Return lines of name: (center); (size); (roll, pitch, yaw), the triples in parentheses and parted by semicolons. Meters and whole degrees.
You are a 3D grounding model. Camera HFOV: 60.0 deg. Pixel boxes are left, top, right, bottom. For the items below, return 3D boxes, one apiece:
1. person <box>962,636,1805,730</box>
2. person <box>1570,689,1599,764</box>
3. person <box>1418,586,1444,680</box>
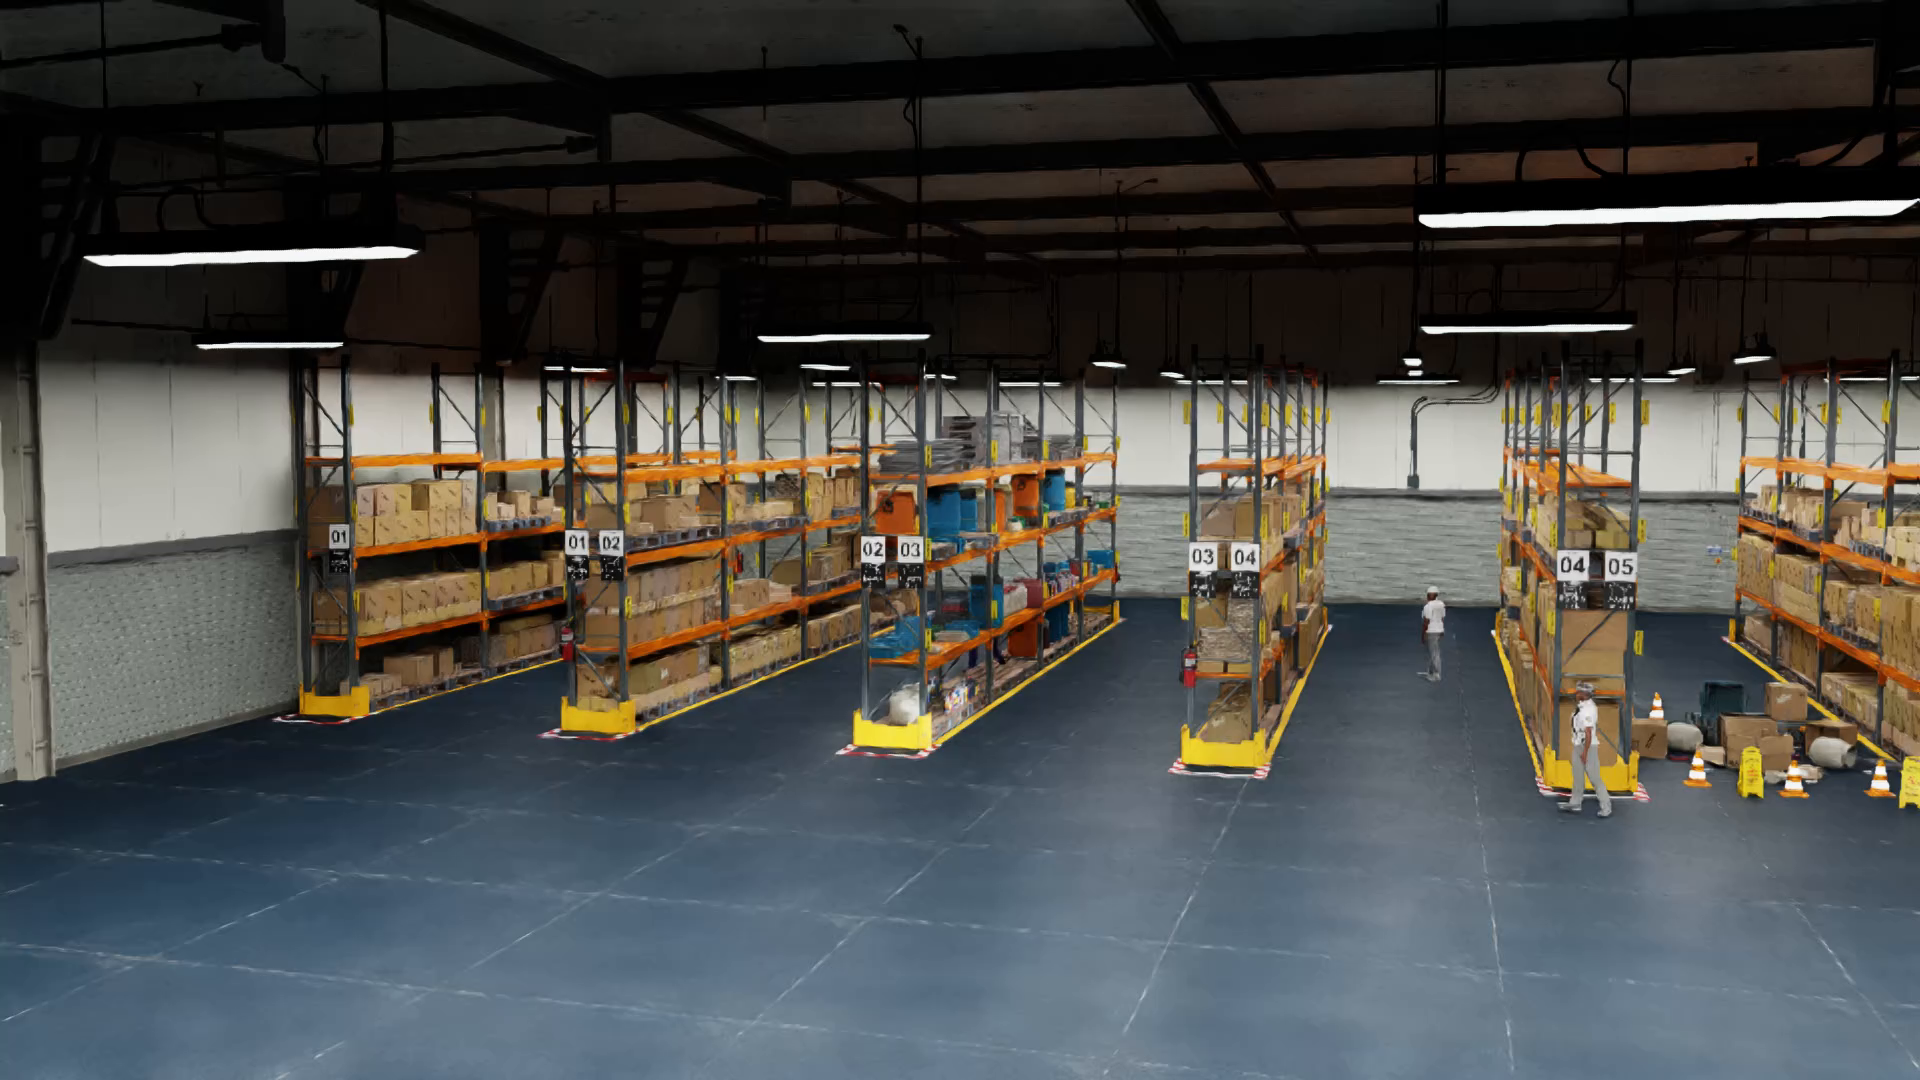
person: (6.836, 1.991, 29.143); (13.916, 1.671, 4.303); (3, 5, 37)
person: (7.874, 2.278, 20.968); (0.336, 0.991, 0.622); (1, 4, 10)
person: (8.930, 1.744, 31.516); (0.591, 1.763, 0.685); (4, 6, 40)
